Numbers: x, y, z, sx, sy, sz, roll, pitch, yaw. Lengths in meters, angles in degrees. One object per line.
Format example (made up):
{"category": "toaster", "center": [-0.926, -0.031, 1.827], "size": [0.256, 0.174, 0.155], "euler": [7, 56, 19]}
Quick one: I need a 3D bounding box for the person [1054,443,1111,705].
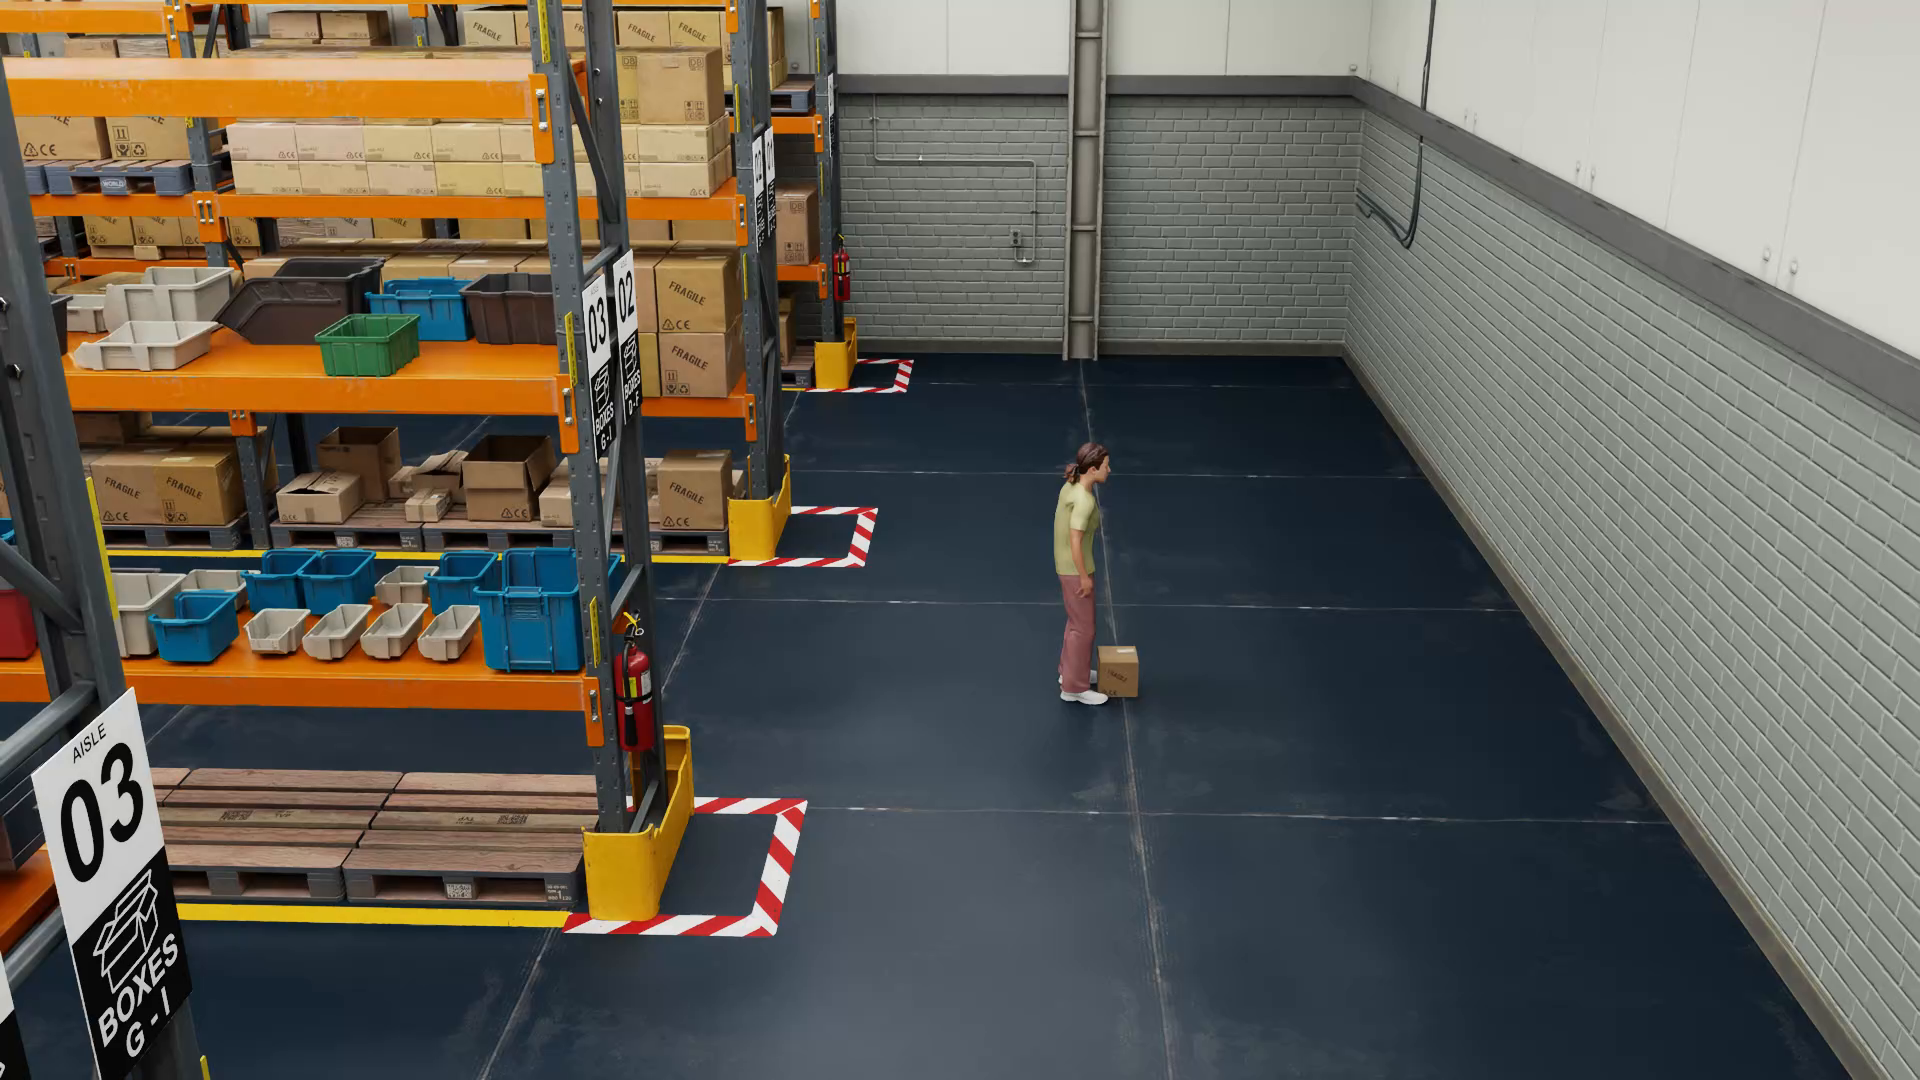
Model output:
{"category": "person", "center": [0.777, 0.191, 10.583], "size": [0.365, 1.671, 0.515], "euler": [-1, 21, -2]}
